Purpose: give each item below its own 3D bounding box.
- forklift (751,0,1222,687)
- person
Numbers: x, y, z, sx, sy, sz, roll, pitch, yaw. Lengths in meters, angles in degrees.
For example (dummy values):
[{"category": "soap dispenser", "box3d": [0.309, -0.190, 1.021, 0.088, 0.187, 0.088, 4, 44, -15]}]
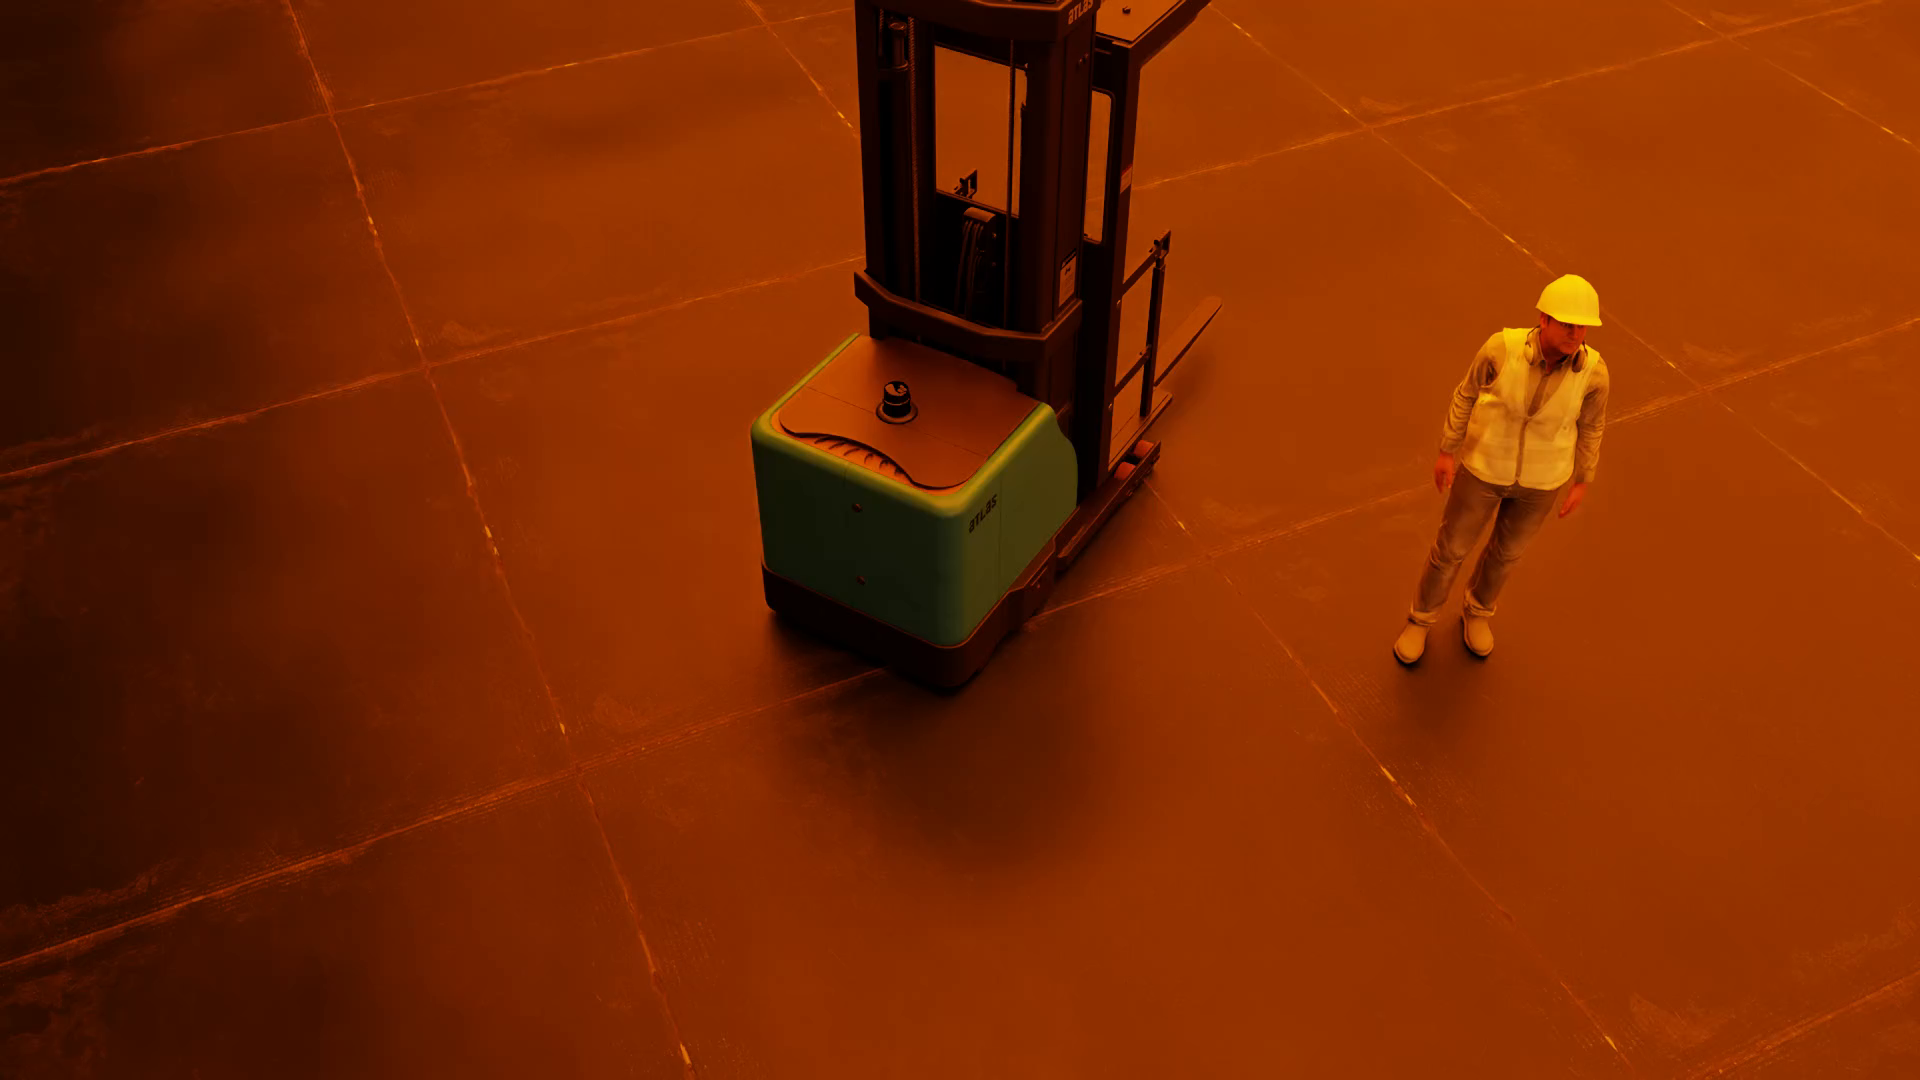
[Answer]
[{"category": "forklift", "box3d": [0.326, -1.435, 7.218, 1.130, 2.935, 3.031, 23, 48, 22]}, {"category": "person", "box3d": [2.252, -0.249, 6.785, 0.630, 1.773, 0.570, 9, 44, 9]}]
